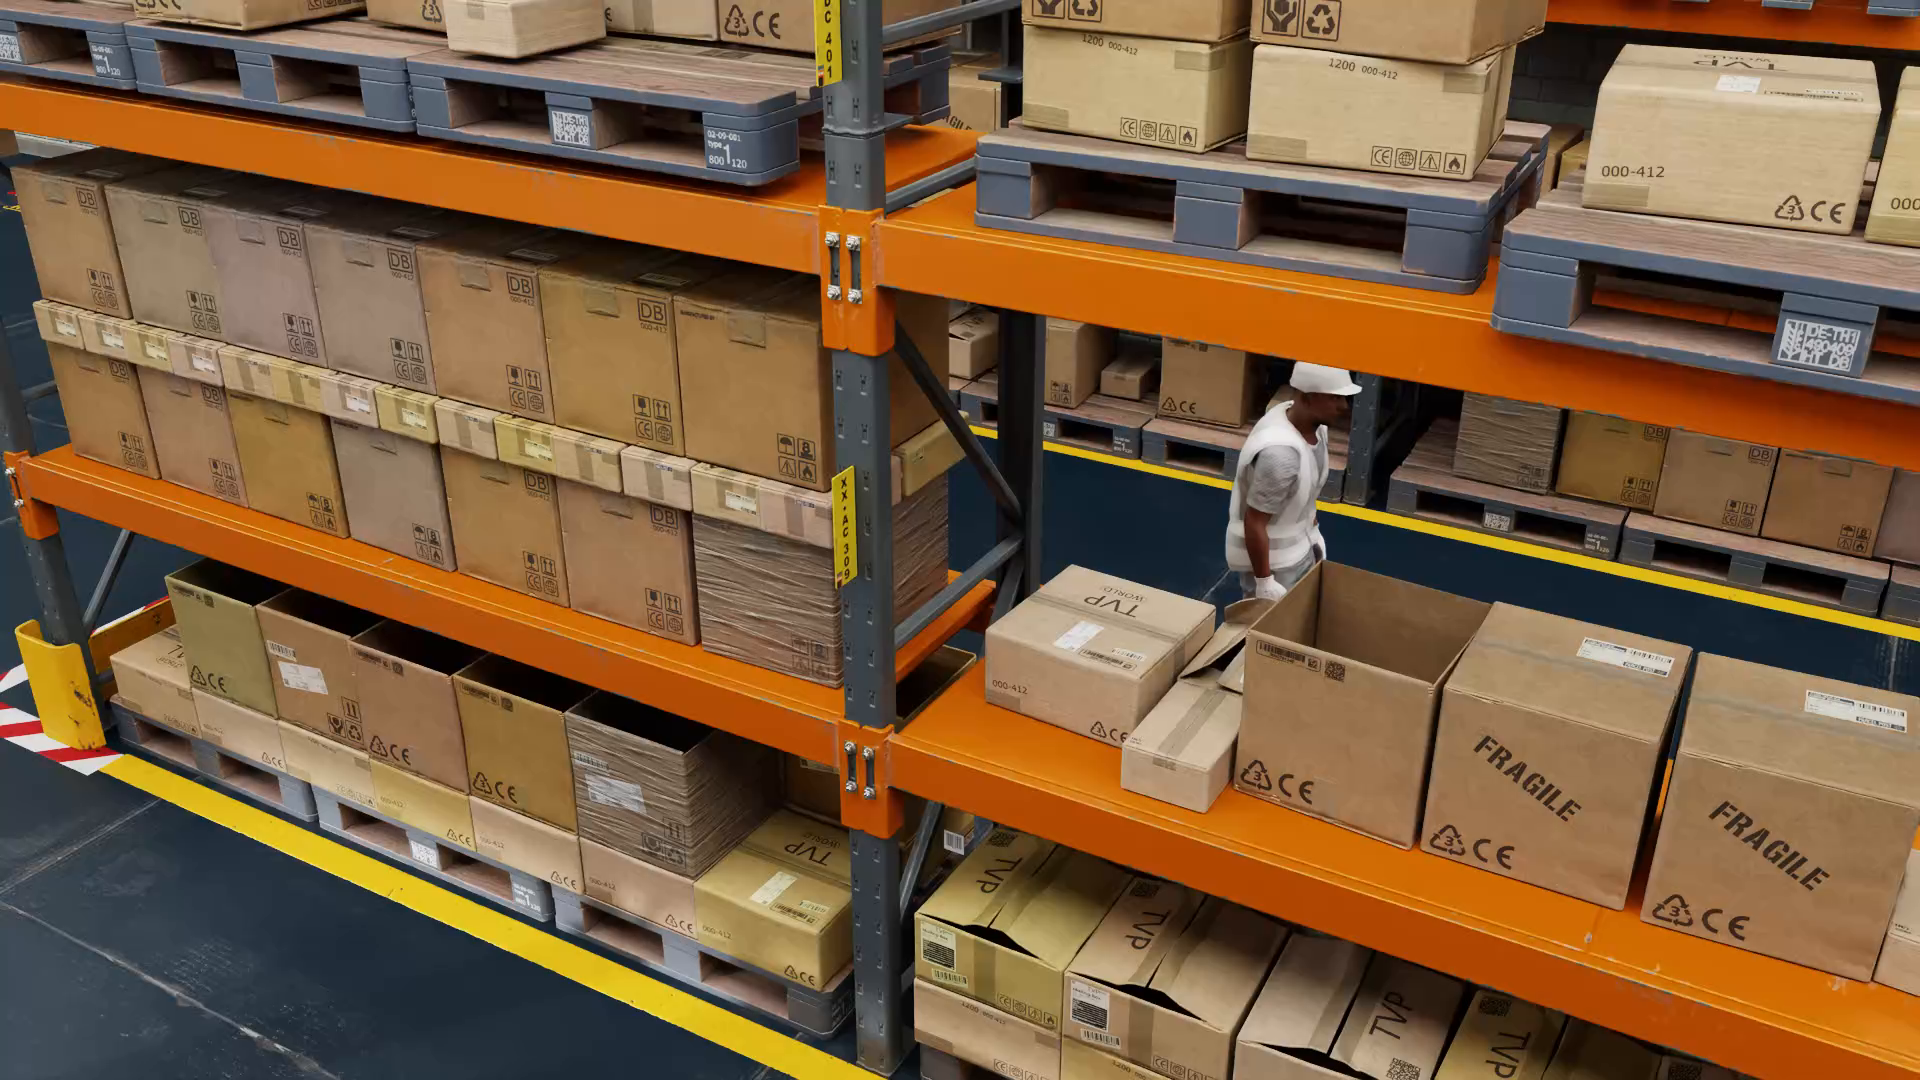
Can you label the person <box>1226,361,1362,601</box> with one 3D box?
[{"bbox_3d":[1.300,0.079,6.660,0.446,1.774,0.617,14,30,27],"label":"person"}]
